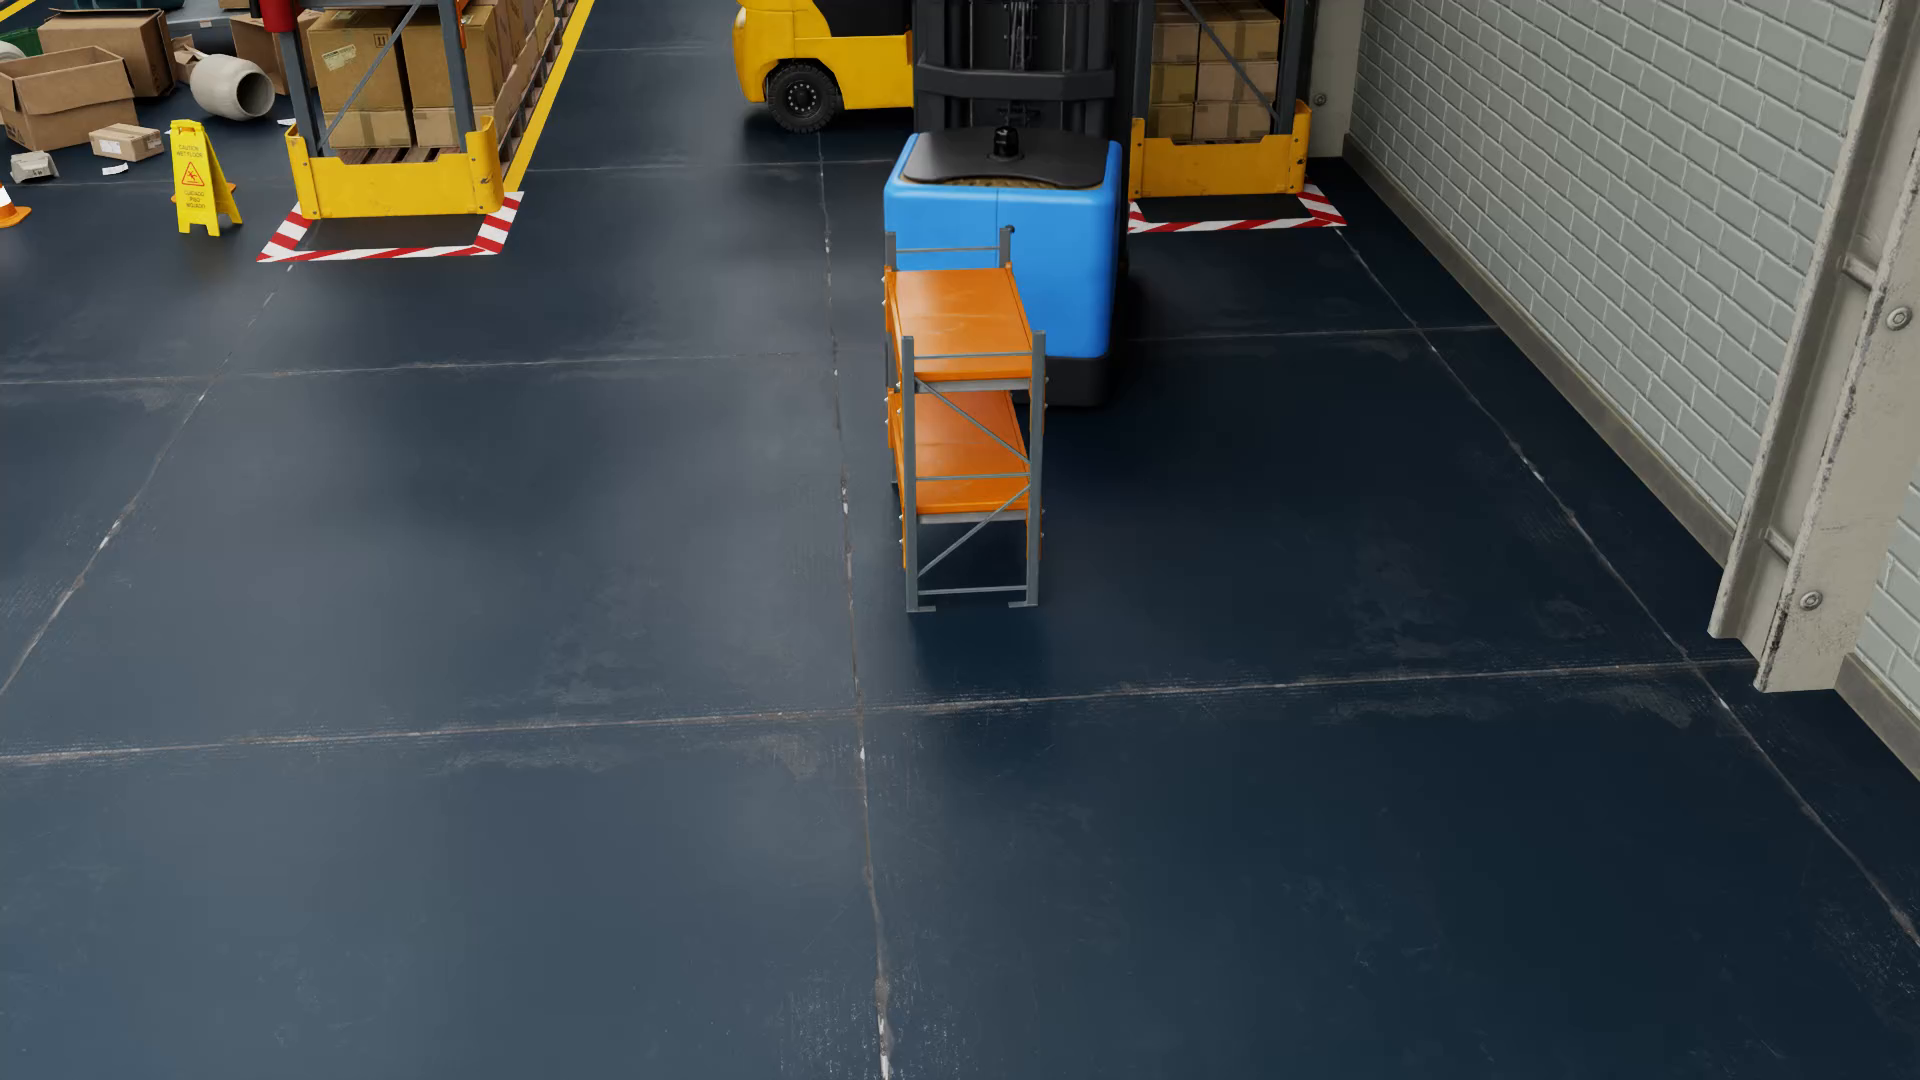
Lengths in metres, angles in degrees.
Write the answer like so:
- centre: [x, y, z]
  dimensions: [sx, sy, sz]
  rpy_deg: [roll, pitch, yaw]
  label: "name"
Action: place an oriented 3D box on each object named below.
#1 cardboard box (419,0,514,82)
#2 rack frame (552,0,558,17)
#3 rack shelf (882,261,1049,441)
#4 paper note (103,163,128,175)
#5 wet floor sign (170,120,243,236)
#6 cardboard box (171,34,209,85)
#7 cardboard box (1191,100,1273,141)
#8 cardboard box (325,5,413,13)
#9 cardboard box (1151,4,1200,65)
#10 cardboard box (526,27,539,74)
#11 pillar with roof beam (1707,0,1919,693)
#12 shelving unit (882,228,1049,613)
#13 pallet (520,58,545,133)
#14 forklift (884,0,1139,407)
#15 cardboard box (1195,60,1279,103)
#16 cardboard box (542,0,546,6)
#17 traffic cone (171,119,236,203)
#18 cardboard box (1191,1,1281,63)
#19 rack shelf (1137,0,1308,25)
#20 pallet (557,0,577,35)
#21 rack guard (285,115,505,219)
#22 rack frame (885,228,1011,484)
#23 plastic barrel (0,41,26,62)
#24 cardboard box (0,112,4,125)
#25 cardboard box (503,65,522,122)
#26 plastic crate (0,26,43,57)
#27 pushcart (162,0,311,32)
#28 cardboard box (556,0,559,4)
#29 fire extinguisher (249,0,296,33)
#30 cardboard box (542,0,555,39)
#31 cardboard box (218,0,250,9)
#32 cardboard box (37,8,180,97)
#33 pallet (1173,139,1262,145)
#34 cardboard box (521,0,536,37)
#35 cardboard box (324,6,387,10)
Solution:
- centre: [-3.240, -3.310, 10.908]
  dimensions: [0.500, 0.500, 0.500]
  rpy_deg: [-4, 31, -6]
  label: "cardboard box"
- centre: [-3.758, -5.327, 12.743]
  dimensions: [1.000, 3.000, 0.127]
  rpy_deg: [-3, 31, -5]
  label: "rack frame"
- centre: [-0.001, -0.738, 6.317]
  dimensions: [0.538, 0.278, 1.000]
  rpy_deg: [-3, 31, -5]
  label: "rack shelf"
- centre: [-5.454, -2.397, 10.734]
  dimensions: [0.148, 0.019, 0.142]
  rpy_deg: [-14, 33, -22]
  label: "paper note"
- centre: [-4.431, -2.126, 9.679]
  dimensions: [0.267, 0.644, 0.232]
  rpy_deg: [8, 32, 13]
  label: "wet floor sign"
- centre: [-5.818, -3.634, 12.576]
  dimensions: [0.396, 0.266, 0.258]
  rpy_deg: [27, 40, 37]
  label: "cardboard box"
- centre: [1.707, -2.784, 10.758]
  dimensions: [0.500, 0.250, 0.500]
  rpy_deg: [-3, 31, -4]
  label: "cardboard box"
- centre: [-3.771, -3.269, 10.839]
  dimensions: [0.500, 0.500, 0.500]
  rpy_deg: [-2, 31, -3]
  label: "cardboard box"
- centre: [1.204, -3.174, 10.435]
  dimensions: [0.500, 0.250, 0.500]
  rpy_deg: [-2, 31, -3]
  label: "cardboard box"
- centre: [-3.332, -3.506, 11.967]
  dimensions: [0.500, 0.250, 0.500]
  rpy_deg: [-2, 31, -4]
  label: "cardboard box"
- centre: [-1.336, -3.229, 3.380]
  dimensions: [9.100, 9.000, 0.400]
  rpy_deg: [-3, 31, -5]
  label: "pillar with roof beam"
- centre: [-0.001, -0.486, 6.467]
  dimensions: [0.538, 1.125, 1.048]
  rpy_deg: [-3, 31, -5]
  label: "shelving unit"
- centre: [-3.543, -3.164, 11.842]
  dimensions: [1.003, 0.211, 1.213]
  rpy_deg: [-3, 31, -5]
  label: "pallet"
- centre: [0.342, -2.604, 8.252]
  dimensions: [1.130, 2.935, 3.031]
  rpy_deg: [4, 31, 6]
  label: "forklift"
- centre: [1.721, -2.989, 10.613]
  dimensions: [0.500, 0.250, 0.500]
  rpy_deg: [-2, 31, -4]
  label: "cardboard box"
- centre: [-3.435, -4.359, 12.664]
  dimensions: [0.500, 0.500, 0.500]
  rpy_deg: [-3, 31, -5]
  label: "cardboard box"
- centre: [-4.708, -2.353, 10.239]
  dimensions: [0.336, 0.463, 0.334]
  rpy_deg: [-3, 31, -5]
  label: "traffic cone"
- centre: [1.701, -3.208, 10.492]
  dimensions: [0.500, 0.250, 0.500]
  rpy_deg: [-3, 31, -5]
  label: "cardboard box"
- centre: [1.371, -4.237, 11.619]
  dimensions: [1.077, 0.370, 4.000]
  rpy_deg: [-3, 31, -5]
  label: "rack shelf"
- centre: [-3.832, -4.527, 14.123]
  dimensions: [1.003, 0.211, 1.213]
  rpy_deg: [-3, 31, -5]
  label: "pallet"
- centre: [-3.391, -2.250, 10.030]
  dimensions: [1.175, 0.500, 0.348]
  rpy_deg: [-3, 31, -5]
  label: "rack guard"
- centre: [-0.048, -0.746, 6.902]
  dimensions: [0.500, 1.125, 0.032]
  rpy_deg: [-3, 31, -5]
  label: "rack frame"
- centre: [-7.043, -3.426, 12.074]
  dimensions: [0.512, 0.421, 0.421]
  rpy_deg: [20, 36, 29]
  label: "plastic barrel"
- centre: [-6.682, -3.075, 11.639]
  dimensions: [0.396, 0.266, 0.258]
  rpy_deg: [2, 31, 4]
  label: "cardboard box"
- centre: [-3.224, -2.971, 11.070]
  dimensions: [0.500, 0.250, 0.500]
  rpy_deg: [-2, 31, -3]
  label: "cardboard box"
- centre: [-7.356, -3.830, 12.922]
  dimensions: [0.450, 0.188, 0.662]
  rpy_deg: [4, 30, 26]
  label: "plastic crate"
- centre: [-6.023, -4.066, 13.190]
  dimensions: [1.648, 0.377, 0.936]
  rpy_deg: [-14, 33, -22]
  label: "pushcart"
- centre: [-3.809, -4.647, 13.757]
  dimensions: [0.950, 0.372, 0.625]
  rpy_deg: [-2, 31, -4]
  label: "cardboard box"
- centre: [-3.832, -3.171, 9.209]
  dimensions: [0.296, 0.674, 0.183]
  rpy_deg: [-3, 31, -5]
  label: "fire extinguisher"
- centre: [-3.435, -4.038, 12.857]
  dimensions: [0.500, 0.250, 0.500]
  rpy_deg: [-1, 31, -2]
  label: "cardboard box"
- centre: [-5.527, -4.478, 13.021]
  dimensions: [0.500, 0.500, 0.500]
  rpy_deg: [-3, 31, -5]
  label: "cardboard box"
- centre: [-6.164, -3.524, 12.026]
  dimensions: [0.797, 0.637, 0.503]
  rpy_deg: [-3, 31, -5]
  label: "cardboard box"
- centre: [1.445, -2.716, 11.091]
  dimensions: [1.003, 0.211, 1.213]
  rpy_deg: [-3, 31, -5]
  label: "pallet"
- centre: [-3.337, -3.839, 11.793]
  dimensions: [0.500, 0.500, 0.500]
  rpy_deg: [-1, 31, -2]
  label: "cardboard box"
- centre: [-3.820, -3.466, 10.535]
  dimensions: [0.380, 0.149, 0.250]
  rpy_deg: [-2, 31, -3]
  label: "cardboard box"
